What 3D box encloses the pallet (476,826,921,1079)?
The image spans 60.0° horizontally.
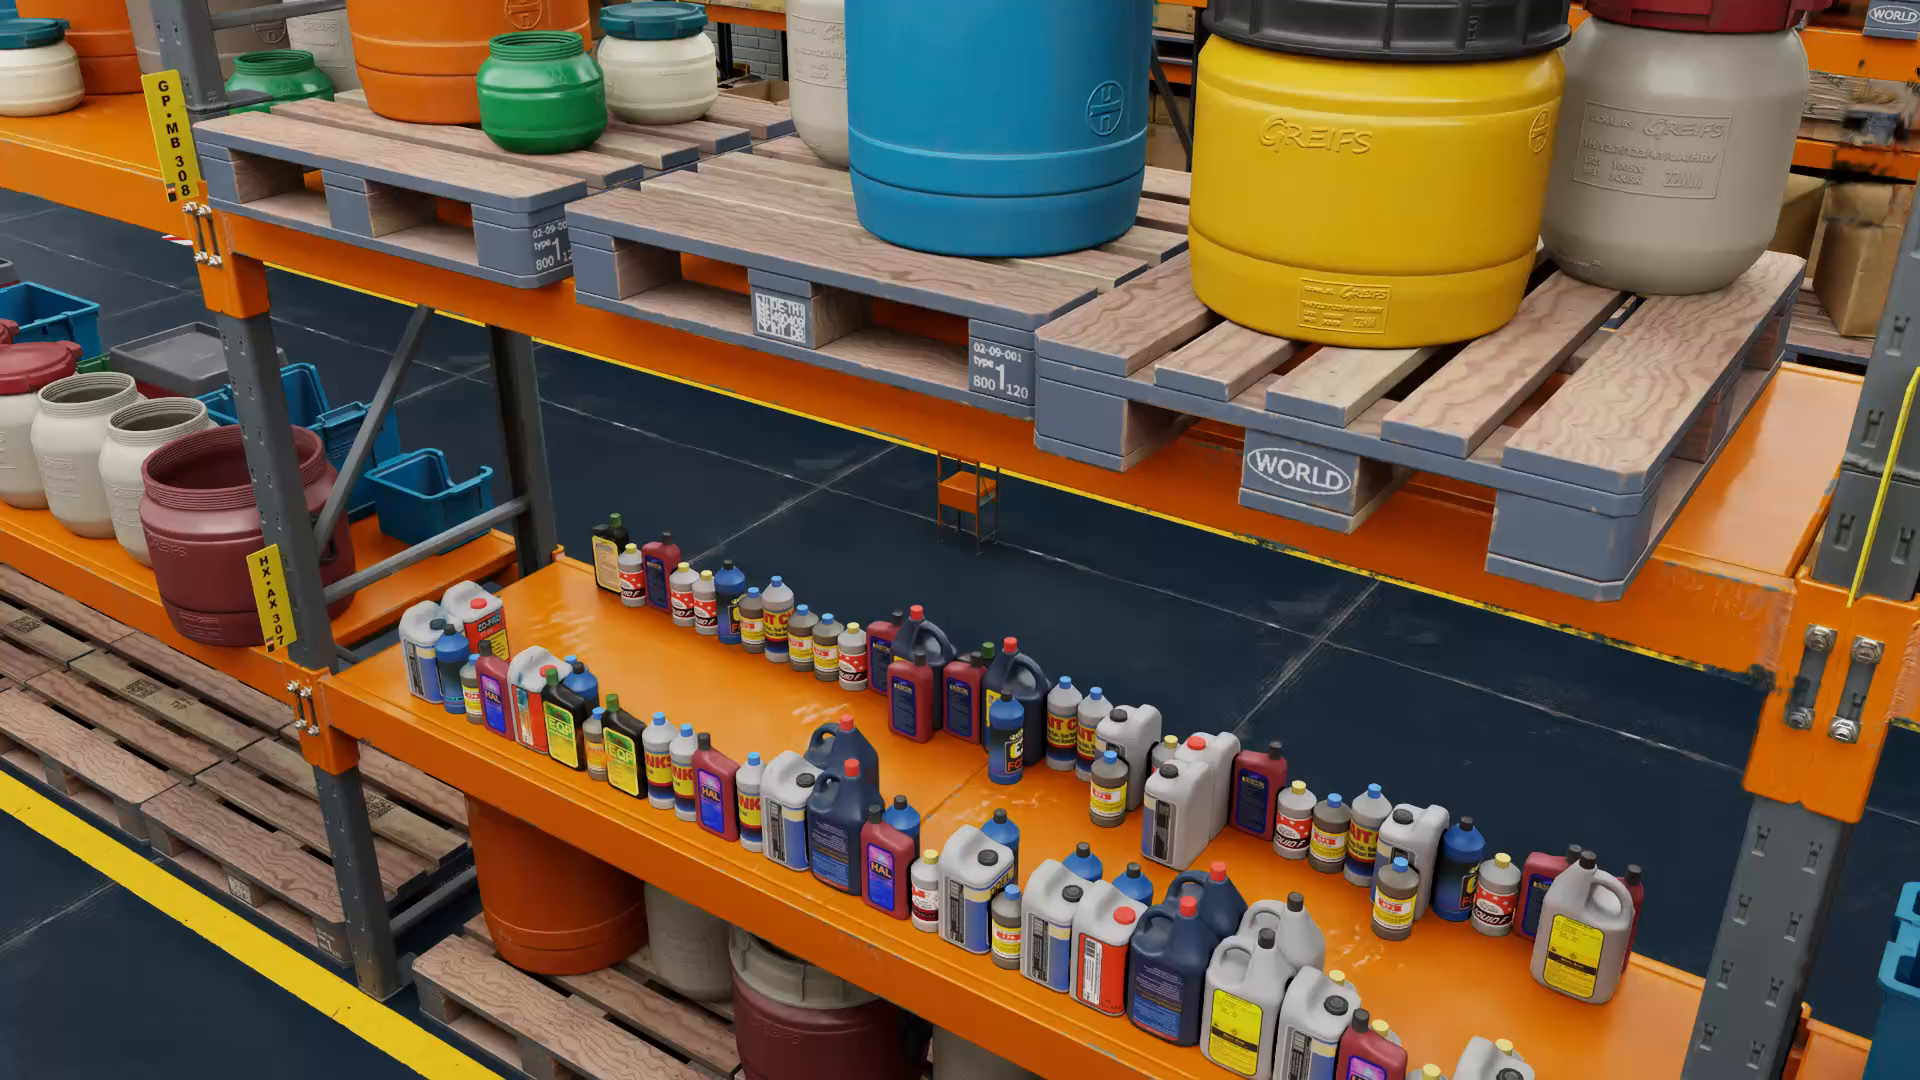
[{"bbox_3d":[-5.556,0.068,8.385,1.213,0.211,1.003,17,32,30],"label":"pallet"}]

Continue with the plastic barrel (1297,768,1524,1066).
[{"bbox_3d":[-3.757,-0.532,6.338,0.433,0.535,0.433,0,27,0],"label":"plastic barrel"}]

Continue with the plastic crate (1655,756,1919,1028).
[{"bbox_3d":[-2.888,-0.518,6.390,0.583,0.464,0.402,17,32,30],"label":"plastic crate"}]

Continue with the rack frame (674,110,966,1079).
[{"bbox_3d":[-5.026,-0.987,7.383,0.127,3.000,1.000,17,32,30],"label":"rack frame"}]

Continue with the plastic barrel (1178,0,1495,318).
[{"bbox_3d":[-3.945,-2.330,6.161,0.600,0.901,0.600,0,27,0],"label":"plastic barrel"}]

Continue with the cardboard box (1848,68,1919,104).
[{"bbox_3d":[1.440,-4.642,13.969,0.500,0.500,0.700,21,34,35],"label":"cardboard box"}]

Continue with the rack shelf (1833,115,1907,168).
[{"bbox_3d":[2.232,-3.857,13.815,4.000,0.370,1.077,17,32,30],"label":"rack shelf"}]

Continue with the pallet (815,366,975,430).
[{"bbox_3d":[-4.862,-2.442,13.315,1.213,0.211,1.003,17,32,30],"label":"pallet"}]

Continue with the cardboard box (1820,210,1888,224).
[{"bbox_3d":[1.654,-3.476,14.545,0.500,0.500,0.700,17,31,29],"label":"cardboard box"}]

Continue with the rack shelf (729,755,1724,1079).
[{"bbox_3d":[-3.377,-0.153,6.537,4.000,0.370,1.077,17,32,30],"label":"rack shelf"}]

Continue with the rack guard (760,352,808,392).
[{"bbox_3d":[-5.535,-2.757,13.617,0.348,0.500,1.175,17,32,30],"label":"rack guard"}]

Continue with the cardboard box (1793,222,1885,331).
[{"bbox_3d":[-0.748,-2.415,10.079,0.500,0.500,0.500,17,32,30],"label":"cardboard box"}]

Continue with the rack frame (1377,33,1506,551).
[{"bbox_3d":[-2.219,-2.838,11.020,0.127,3.000,1.000,17,32,30],"label":"rack frame"}]

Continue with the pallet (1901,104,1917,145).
[{"bbox_3d":[2.225,-4.071,13.654,1.213,0.211,1.003,17,32,30],"label":"pallet"}]

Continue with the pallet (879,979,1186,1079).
[{"bbox_3d":[-4.357,0.443,7.647,1.213,0.211,1.003,17,32,30],"label":"pallet"}]

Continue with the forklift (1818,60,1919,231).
[{"bbox_3d":[-0.103,-3.065,11.541,3.031,2.935,1.130,17,31,30],"label":"forklift"}]

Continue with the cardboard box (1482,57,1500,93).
[{"bbox_3d":[-0.808,-4.896,15.206,0.500,0.250,0.500,17,32,30],"label":"cardboard box"}]

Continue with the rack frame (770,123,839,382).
[{"bbox_3d":[-5.516,-3.865,13.038,0.127,3.000,1.000,17,32,30],"label":"rack frame"}]

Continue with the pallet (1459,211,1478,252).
[{"bbox_3d":[-1.000,-3.920,16.221,1.213,0.211,1.003,17,32,30],"label":"pallet"}]

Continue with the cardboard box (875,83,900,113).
[{"bbox_3d":[-5.095,-3.951,12.381,0.250,0.149,0.380,16,31,29],"label":"cardboard box"}]

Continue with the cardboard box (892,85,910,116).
[{"bbox_3d":[-4.890,-3.886,12.254,0.250,0.149,0.380,17,32,31],"label":"cardboard box"}]

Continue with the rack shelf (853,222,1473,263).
[{"bbox_3d":[-3.867,-3.031,12.192,4.000,0.370,1.077,17,32,30],"label":"rack shelf"}]

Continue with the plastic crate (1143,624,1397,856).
[{"bbox_3d":[-3.941,-0.813,7.058,0.575,0.384,0.392,17,32,30],"label":"plastic crate"}]

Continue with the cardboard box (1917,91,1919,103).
[{"bbox_3d":[2.000,-4.485,13.660,0.500,0.500,0.700,23,35,37],"label":"cardboard box"}]

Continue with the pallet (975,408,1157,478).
[{"bbox_3d":[-3.860,-2.128,12.699,1.213,0.211,1.003,17,32,30],"label":"pallet"}]

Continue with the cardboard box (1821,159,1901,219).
[{"bbox_3d":[1.564,-3.813,14.379,0.500,0.250,0.500,17,31,29],"label":"cardboard box"}]

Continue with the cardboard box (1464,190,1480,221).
[{"bbox_3d":[-0.724,-4.035,16.029,0.250,0.149,0.380,15,30,26],"label":"cardboard box"}]

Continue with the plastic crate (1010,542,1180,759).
[{"bbox_3d":[-4.454,-1.006,7.349,0.583,0.464,0.402,17,32,30],"label":"plastic crate"}]

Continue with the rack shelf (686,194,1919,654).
[{"bbox_3d":[-3.377,-1.490,5.856,4.000,0.370,1.077,17,32,30],"label":"rack shelf"}]

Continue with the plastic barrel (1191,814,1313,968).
[{"bbox_3d":[-4.022,-0.528,6.633,0.301,0.262,0.301,0,27,0],"label":"plastic barrel"}]

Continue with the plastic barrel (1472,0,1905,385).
[{"bbox_3d":[-3.406,-2.162,5.831,0.708,0.901,0.600,17,32,30],"label":"plastic barrel"}]

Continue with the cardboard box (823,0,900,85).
[{"bbox_3d":[-5.094,-4.350,12.449,0.500,0.500,0.700,17,32,30],"label":"cardboard box"}]

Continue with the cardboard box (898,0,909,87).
[{"bbox_3d":[-4.658,-4.217,12.188,0.500,0.500,0.700,16,31,29],"label":"cardboard box"}]

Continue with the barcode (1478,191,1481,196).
[{"bbox_3d":[-0.538,-4.103,16.041,0.075,0.075,0.001,17,32,30],"label":"barcode"}]

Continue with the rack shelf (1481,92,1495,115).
[{"bbox_3d":[-1.066,-4.884,15.833,4.000,0.370,1.077,17,32,30],"label":"rack shelf"}]

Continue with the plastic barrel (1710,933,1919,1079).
[{"bbox_3d":[-3.045,-0.302,5.914,0.421,0.512,0.421,0,27,0],"label":"plastic barrel"}]

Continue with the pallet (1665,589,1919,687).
[{"bbox_3d":[-0.579,-1.108,10.694,1.213,0.211,1.003,17,32,30],"label":"pallet"}]

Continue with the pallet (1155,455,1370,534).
[{"bbox_3d":[-2.850,-1.815,12.084,1.213,0.211,1.003,17,32,30],"label":"pallet"}]

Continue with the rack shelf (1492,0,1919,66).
[{"bbox_3d":[-0.570,-3.341,9.493,4.000,0.370,1.077,17,32,30],"label":"rack shelf"}]

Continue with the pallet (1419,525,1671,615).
[{"bbox_3d":[-1.589,-1.421,11.309,1.213,0.211,1.003,17,32,30],"label":"pallet"}]

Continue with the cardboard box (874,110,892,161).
[{"bbox_3d":[-5.138,-3.785,12.770,0.500,0.500,0.700,17,32,30],"label":"cardboard box"}]

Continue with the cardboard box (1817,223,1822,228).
[{"bbox_3d":[-1.160,-2.544,10.332,0.500,0.500,0.500,20,33,34],"label":"cardboard box"}]

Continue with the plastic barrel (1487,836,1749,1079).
[{"bbox_3d":[-3.400,-0.421,6.119,0.433,0.535,0.433,0,27,0],"label":"plastic barrel"}]

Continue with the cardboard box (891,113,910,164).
[{"bbox_3d":[-4.703,-3.652,12.509,0.500,0.500,0.700,18,32,32],"label":"cardboard box"}]

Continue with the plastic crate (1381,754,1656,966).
[{"bbox_3d":[-3.431,-0.551,6.759,0.662,0.188,0.450,17,32,30],"label":"plastic crate"}]

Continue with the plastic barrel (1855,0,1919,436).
[{"bbox_3d":[-2.822,-1.948,5.490,0.708,0.830,0.600,17,32,30],"label":"plastic barrel"}]

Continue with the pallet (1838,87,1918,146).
[{"bbox_3d":[1.131,-4.355,14.212,1.213,0.211,1.003,17,32,30],"label":"pallet"}]
